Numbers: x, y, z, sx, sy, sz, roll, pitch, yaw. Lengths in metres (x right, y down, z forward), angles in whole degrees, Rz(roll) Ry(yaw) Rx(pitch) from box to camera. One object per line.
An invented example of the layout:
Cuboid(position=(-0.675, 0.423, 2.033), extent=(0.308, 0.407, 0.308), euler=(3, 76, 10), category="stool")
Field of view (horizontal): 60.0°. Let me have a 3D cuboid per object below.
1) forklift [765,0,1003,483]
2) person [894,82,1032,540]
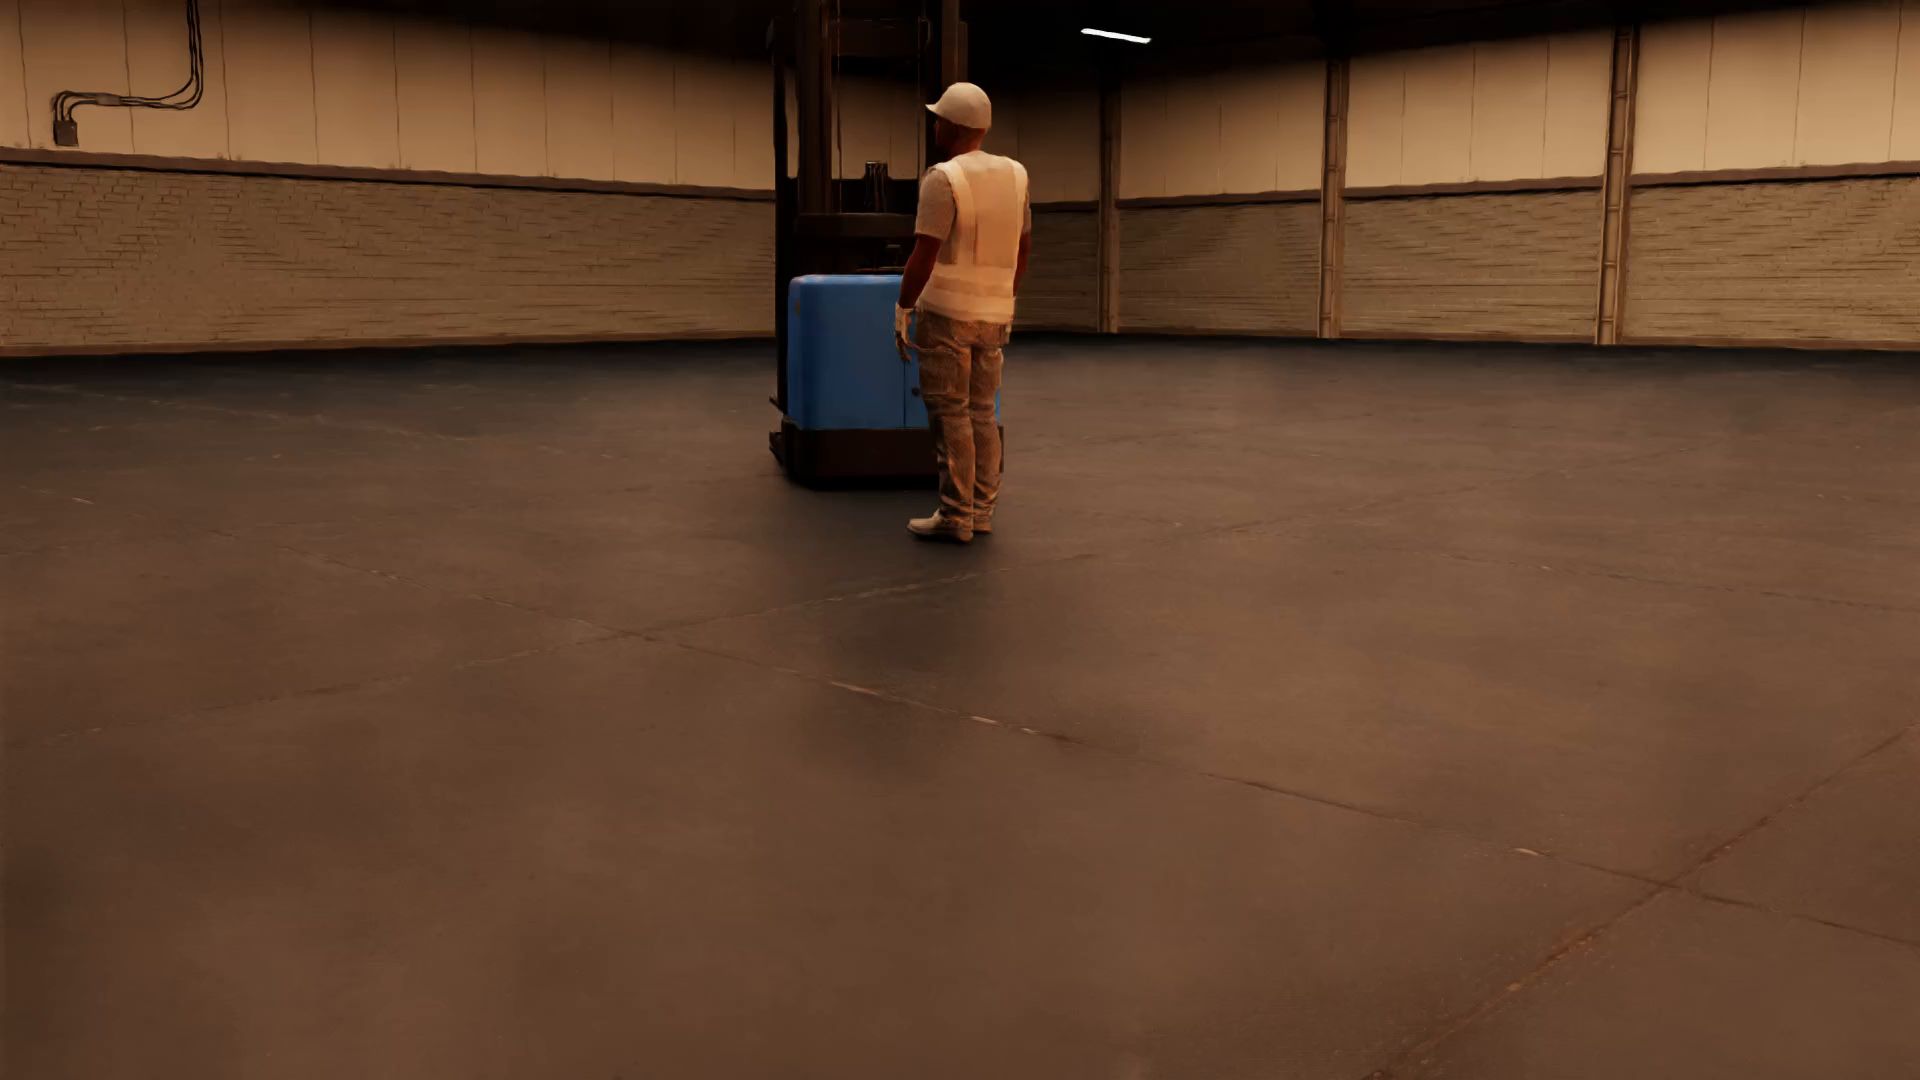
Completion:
Cuboid(position=(-0.547, -1.928, 9.679), extent=(1.130, 2.935, 3.031), euler=(-2, 9, -10), category="forklift")
Cuboid(position=(-0.046, -0.897, 6.639), extent=(0.576, 1.782, 0.655), euler=(8, 12, 43), category="person")
